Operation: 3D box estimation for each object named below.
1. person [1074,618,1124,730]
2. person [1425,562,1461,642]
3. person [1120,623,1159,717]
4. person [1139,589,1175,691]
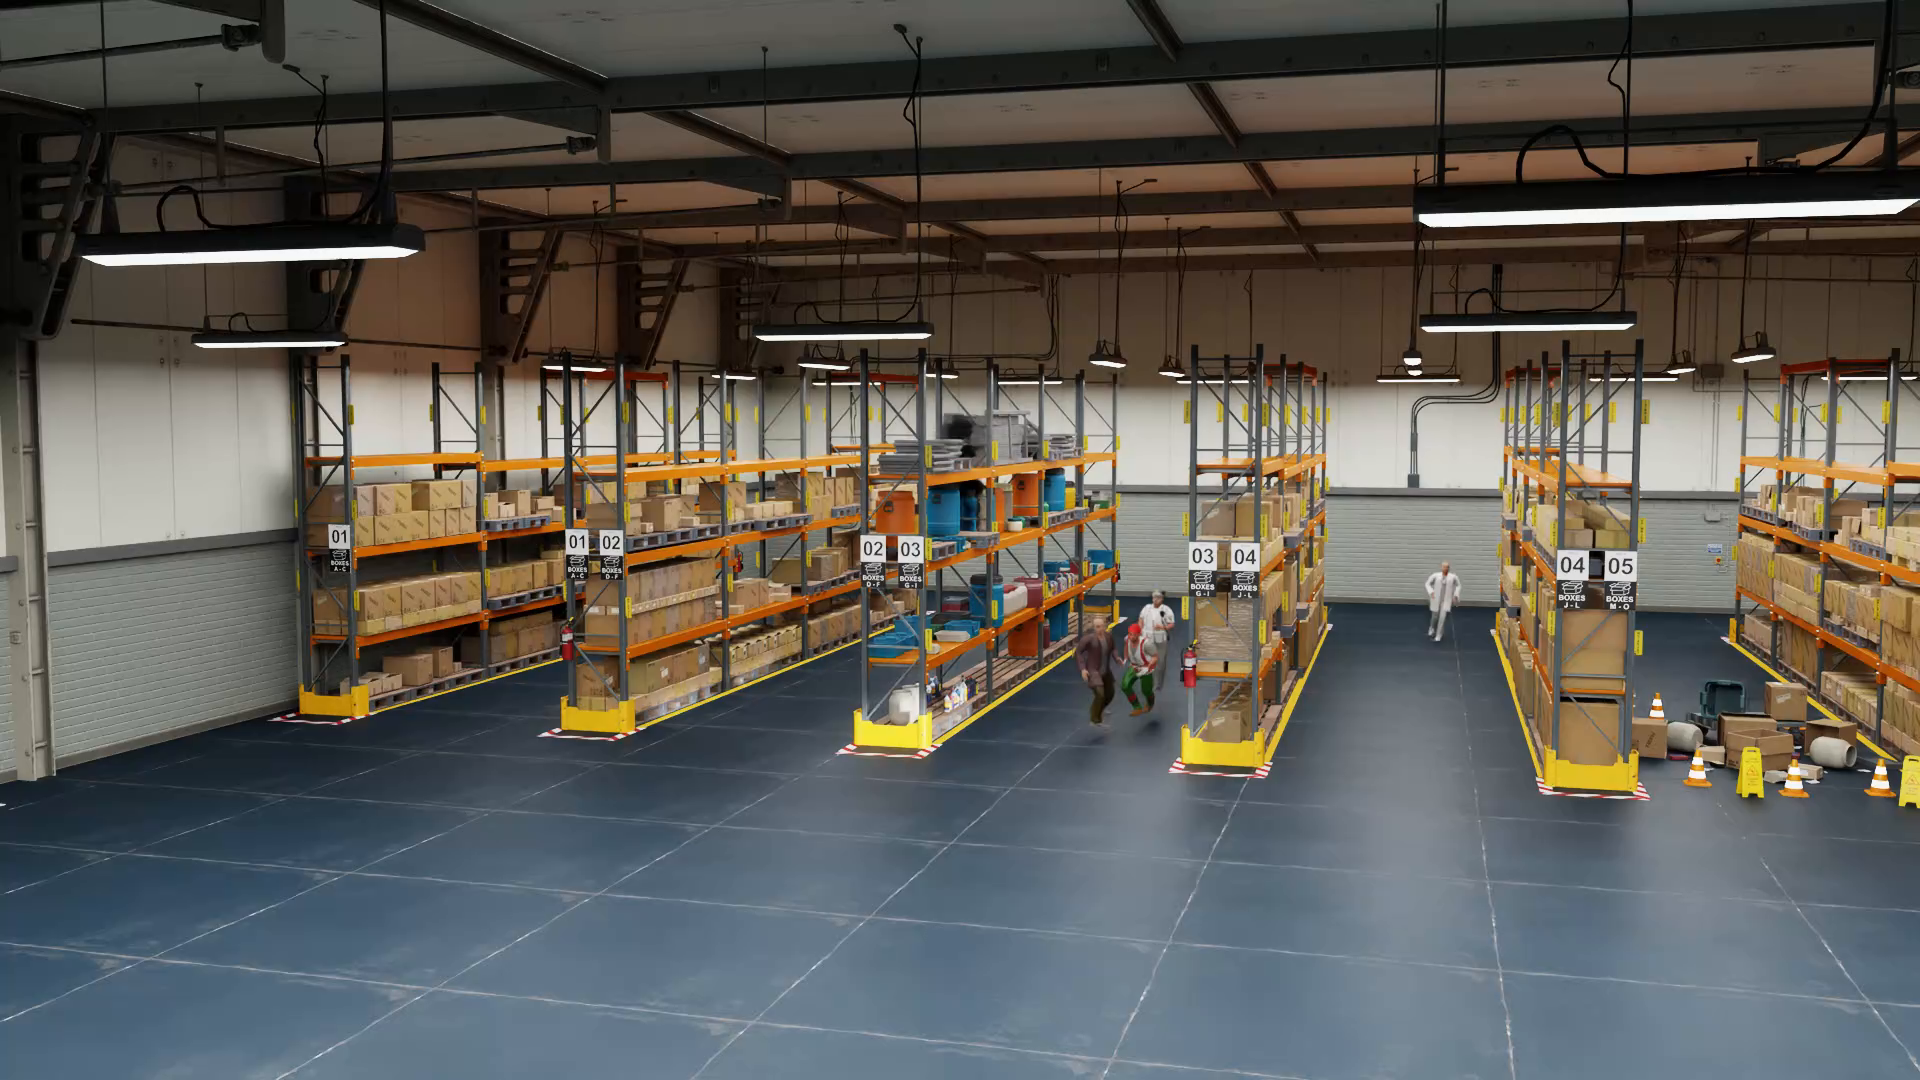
[{"bbox_3d":[2.160,2.057,25.701,0.724,1.736,0.863,-3,6,-39],"label":"person"},{"bbox_3d":[10.734,1.364,36.898,0.776,1.751,0.920,0,4,6],"label":"person"},{"bbox_3d":[2.911,2.052,26.421,0.680,1.553,1.145,2,5,28],"label":"person"},{"bbox_3d":[3.313,1.760,28.114,0.615,1.884,0.707,1,4,9],"label":"person"}]
